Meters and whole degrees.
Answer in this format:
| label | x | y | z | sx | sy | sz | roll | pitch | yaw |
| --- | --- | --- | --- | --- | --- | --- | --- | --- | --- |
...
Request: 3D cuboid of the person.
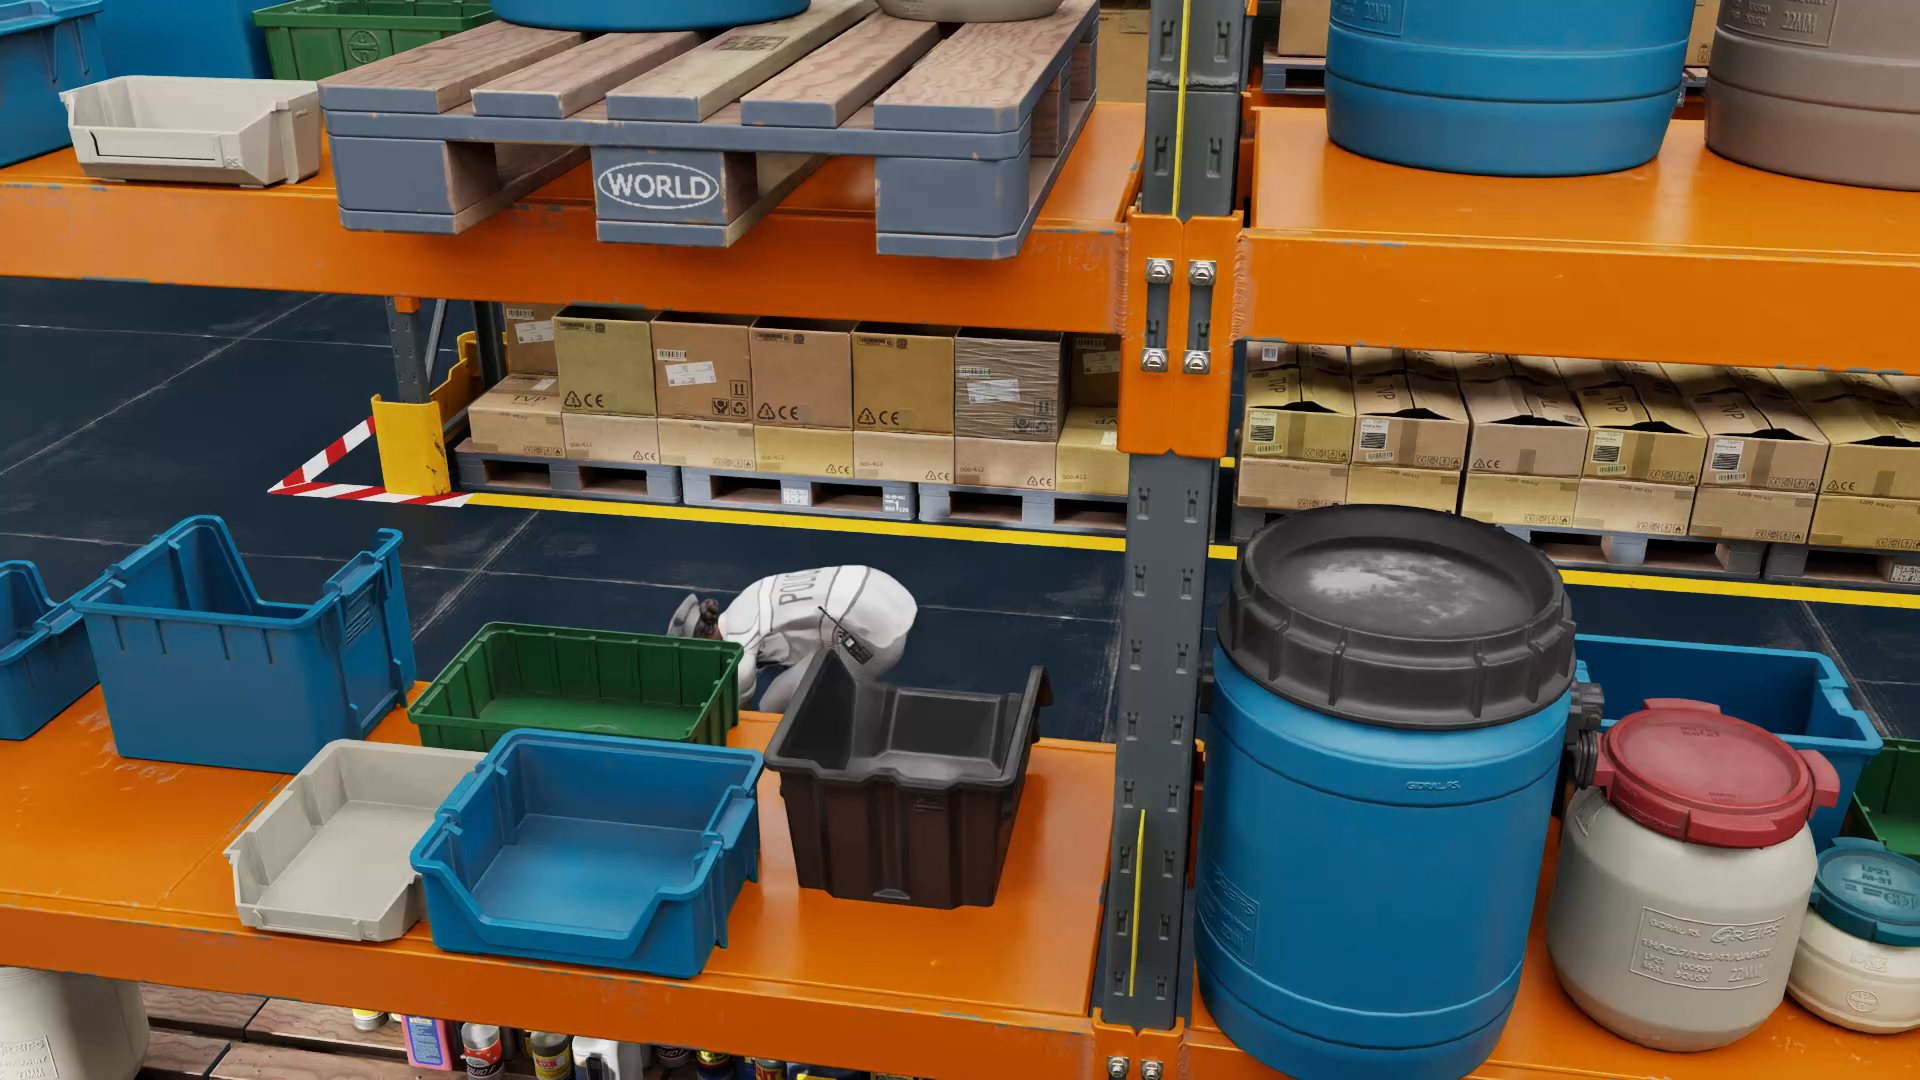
| label | x | y | z | sx | sy | sz | roll | pitch | yaw |
| --- | --- | --- | --- | --- | --- | --- | --- | --- | --- |
| person | -0.429 | 0.145 | 5.800 | 0.395 | 1.657 | 0.522 | 3 | 25 | 6 |
